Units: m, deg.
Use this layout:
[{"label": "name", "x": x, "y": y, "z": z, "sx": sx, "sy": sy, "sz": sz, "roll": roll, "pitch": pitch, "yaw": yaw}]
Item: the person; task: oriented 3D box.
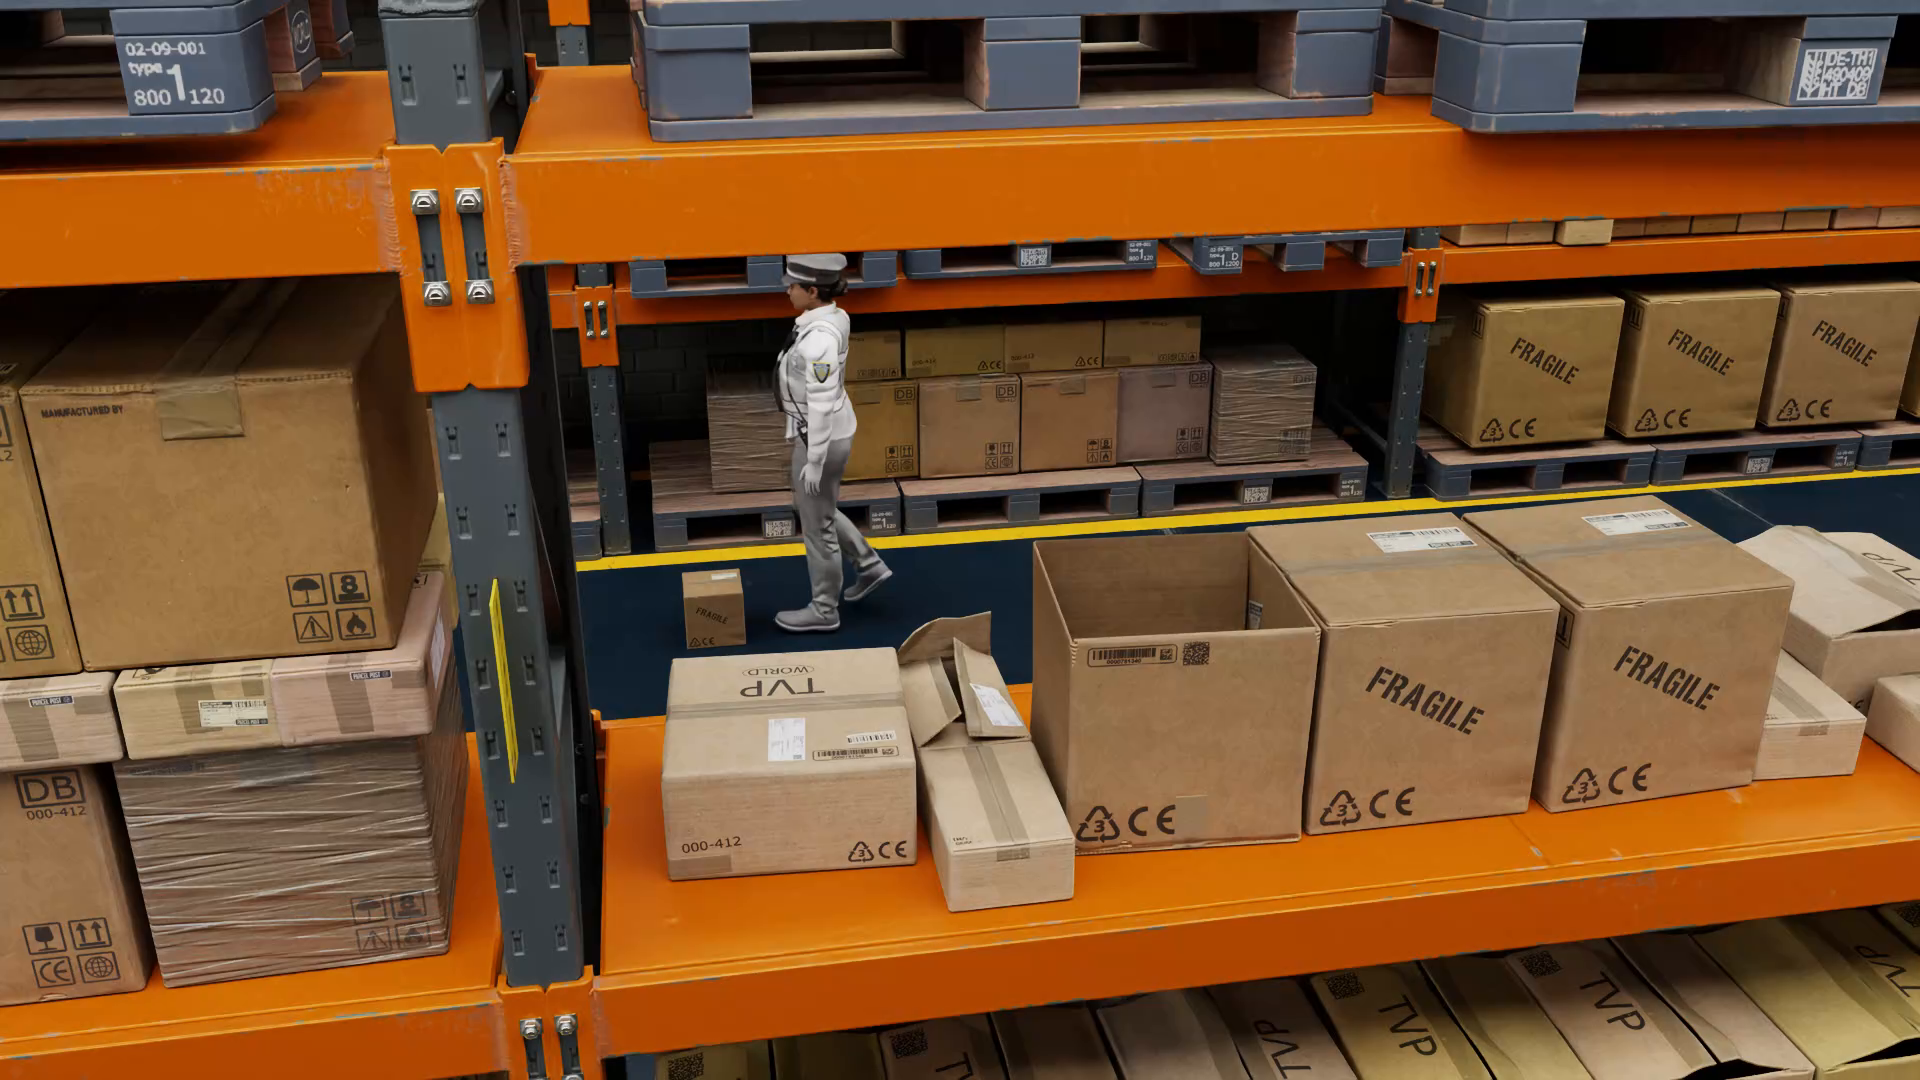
[{"label": "person", "x": -0.554, "y": -0.406, "z": 6.975, "sx": 0.509, "sy": 1.668, "sz": 0.497, "roll": 1, "pitch": 23, "yaw": 2}]
